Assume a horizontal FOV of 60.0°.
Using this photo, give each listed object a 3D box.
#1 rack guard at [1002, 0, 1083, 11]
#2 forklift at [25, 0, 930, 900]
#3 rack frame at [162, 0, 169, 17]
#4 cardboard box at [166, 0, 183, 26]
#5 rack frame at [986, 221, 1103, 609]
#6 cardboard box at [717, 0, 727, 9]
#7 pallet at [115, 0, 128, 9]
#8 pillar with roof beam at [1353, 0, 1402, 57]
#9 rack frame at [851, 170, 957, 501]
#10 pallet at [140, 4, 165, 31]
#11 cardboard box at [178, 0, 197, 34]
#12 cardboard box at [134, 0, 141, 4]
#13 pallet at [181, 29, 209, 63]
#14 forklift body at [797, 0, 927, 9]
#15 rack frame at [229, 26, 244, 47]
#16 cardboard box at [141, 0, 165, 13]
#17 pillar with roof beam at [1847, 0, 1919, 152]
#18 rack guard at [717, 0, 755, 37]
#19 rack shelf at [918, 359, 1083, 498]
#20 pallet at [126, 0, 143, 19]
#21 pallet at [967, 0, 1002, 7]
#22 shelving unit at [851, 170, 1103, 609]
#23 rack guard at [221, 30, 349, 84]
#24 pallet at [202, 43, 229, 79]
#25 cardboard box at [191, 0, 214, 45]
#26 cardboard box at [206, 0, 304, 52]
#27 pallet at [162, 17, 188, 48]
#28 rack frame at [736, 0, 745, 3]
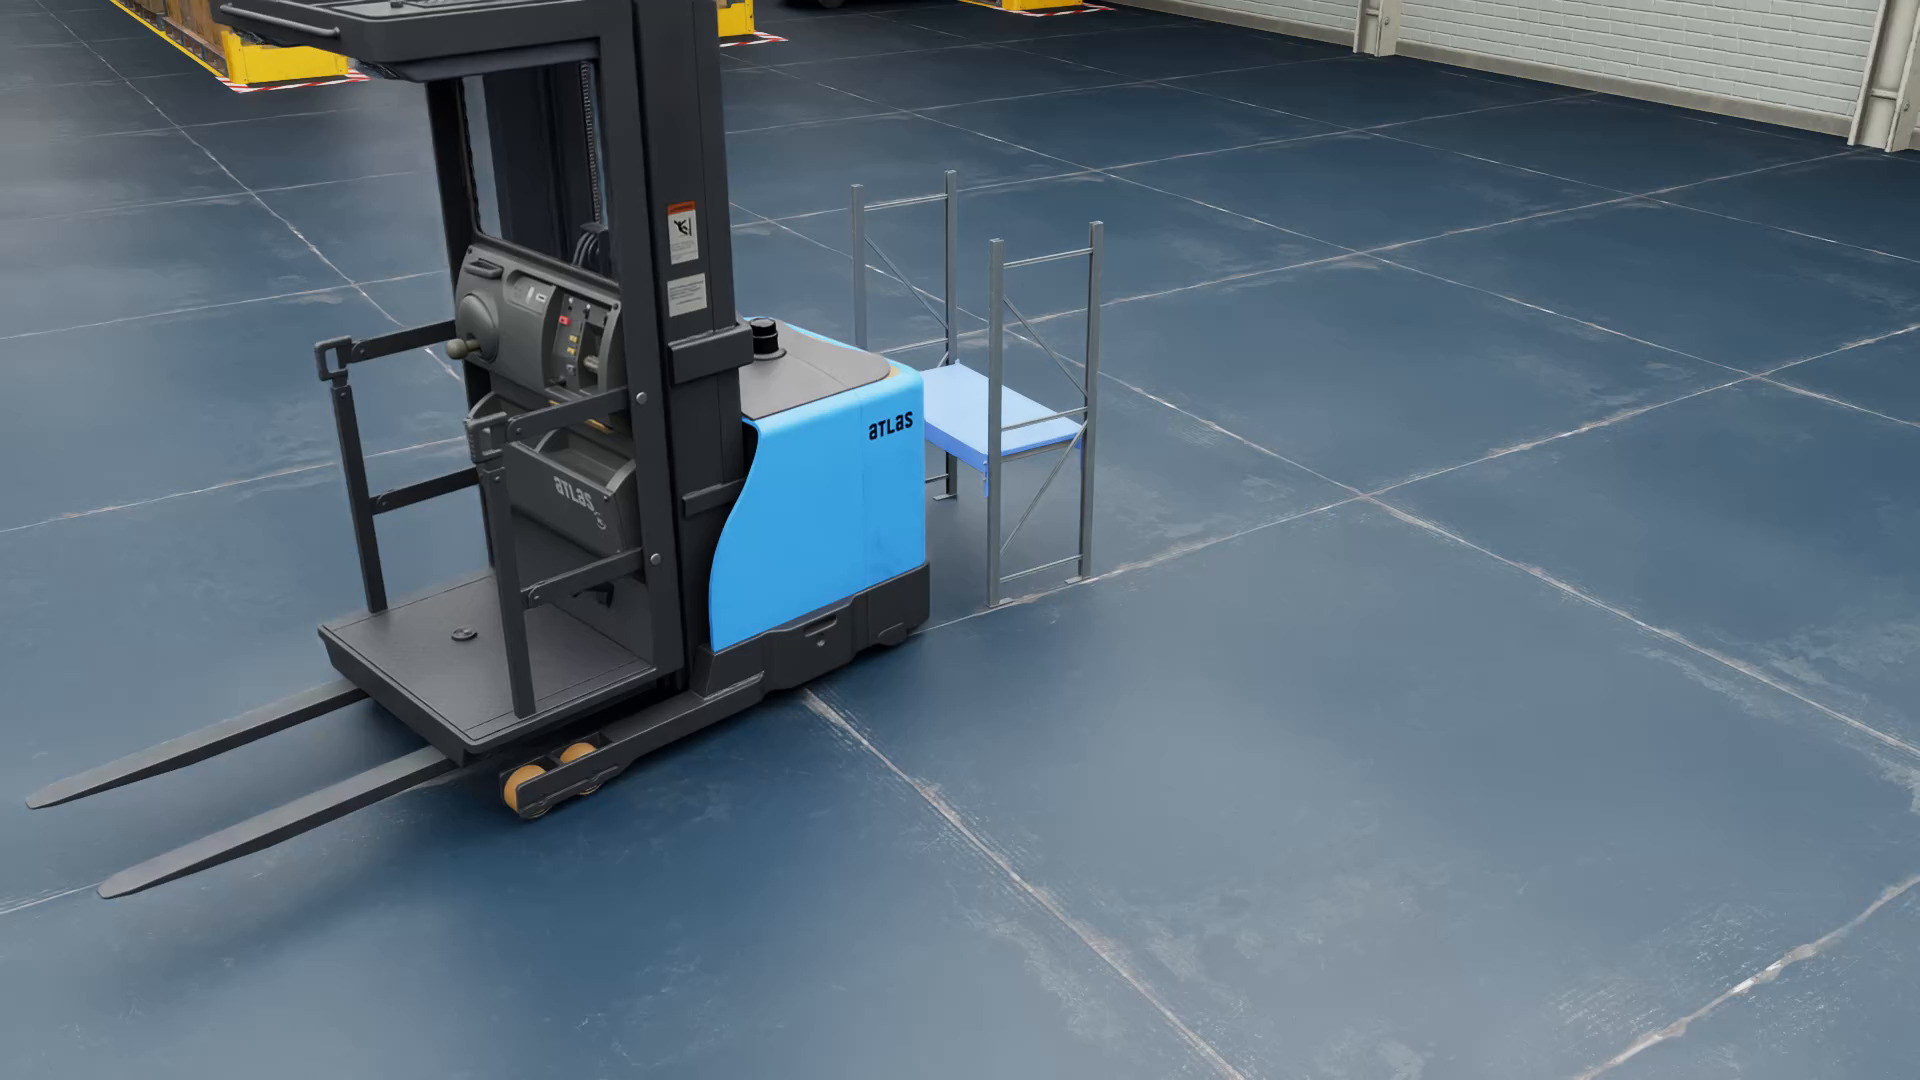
[{"bbox_3d":[1.125,-7.499,22.549,1.175,0.500,0.348,-16,29,-30],"label":"rack guard"},{"bbox_3d":[-1.524,-0.680,5.257,3.031,2.935,1.130,-23,33,-39],"label":"forklift"},{"bbox_3d":[-9.321,-7.721,20.091,1.000,3.000,0.127,-16,29,-30],"label":"rack frame"},{"bbox_3d":[-9.036,-6.708,19.944,0.875,0.875,0.875,-15,29,-29],"label":"cardboard box"},{"bbox_3d":[0.324,-0.466,6.480,0.500,1.500,0.032,-16,29,-30],"label":"rack frame"},{"bbox_3d":[-3.254,-6.779,20.825,0.500,0.250,0.500,-16,30,-30],"label":"cardboard box"},{"bbox_3d":[-11.137,-7.591,23.082,1.003,0.211,1.213,-16,29,-30],"label":"pallet"},{"bbox_3d":[1.155,-8.660,15.054,9.100,9.000,0.400,-16,29,-30],"label":"pillar with roof beam"},{"bbox_3d":[-0.231,-0.830,7.250,0.500,1.500,0.032,-16,29,-30],"label":"rack frame"},{"bbox_3d":[-9.805,-6.718,21.234,1.003,0.211,1.213,-16,29,-30],"label":"pallet"},{"bbox_3d":[-8.541,-6.387,19.263,0.875,0.875,0.875,-15,29,-29],"label":"cardboard box"},{"bbox_3d":[-10.258,-7.440,21.640,1.050,0.750,0.750,-16,29,-30],"label":"cardboard box"},{"bbox_3d":[-8.301,-5.733,19.146,1.003,0.211,1.213,-16,29,-30],"label":"pallet"},{"bbox_3d":[-1.452,-8.507,22.751,2.313,2.155,1.214,-16,29,-30],"label":"forklift body"},{"bbox_3d":[-7.137,-6.290,17.060,1.000,3.000,0.127,-16,29,-30],"label":"rack frame"},{"bbox_3d":[-9.735,-7.094,20.907,1.050,0.750,0.750,-16,29,-30],"label":"cardboard box"},{"bbox_3d":[4.431,-6.514,10.508,9.100,9.000,0.400,-16,29,-30],"label":"pillar with roof beam"},{"bbox_3d":[-3.087,-6.376,20.172,1.175,0.500,0.348,-16,29,-30],"label":"rack guard"},{"bbox_3d":[0.047,-0.485,6.942,0.538,0.185,1.000,-16,29,-30],"label":"rack shelf"},{"bbox_3d":[-10.475,-7.155,22.159,1.003,0.211,1.213,-16,29,-30],"label":"pallet"},{"bbox_3d":[0.659,-7.641,23.188,1.003,0.211,1.213,-16,29,-30],"label":"pallet"},{"bbox_3d":[0.047,-0.648,6.865,0.538,1.500,1.048,-16,29,-30],"label":"shelving unit"},{"bbox_3d":[-7.124,-5.151,17.576,1.175,0.500,0.348,-16,29,-30],"label":"rack guard"},{"bbox_3d":[-7.639,-5.297,18.223,1.003,0.211,1.213,-16,29,-30],"label":"pallet"},{"bbox_3d":[-8.045,-6.060,18.571,0.875,0.875,0.875,-16,30,-30],"label":"cardboard box"},{"bbox_3d":[-7.563,-5.746,17.905,0.875,0.875,0.875,-15,29,-29],"label":"cardboard box"},{"bbox_3d":[-8.971,-6.169,20.071,1.003,0.211,1.213,-16,29,-30],"label":"pallet"},{"bbox_3d":[-3.045,-7.480,19.580,1.000,3.000,0.127,-16,29,-30],"label":"rack frame"}]
